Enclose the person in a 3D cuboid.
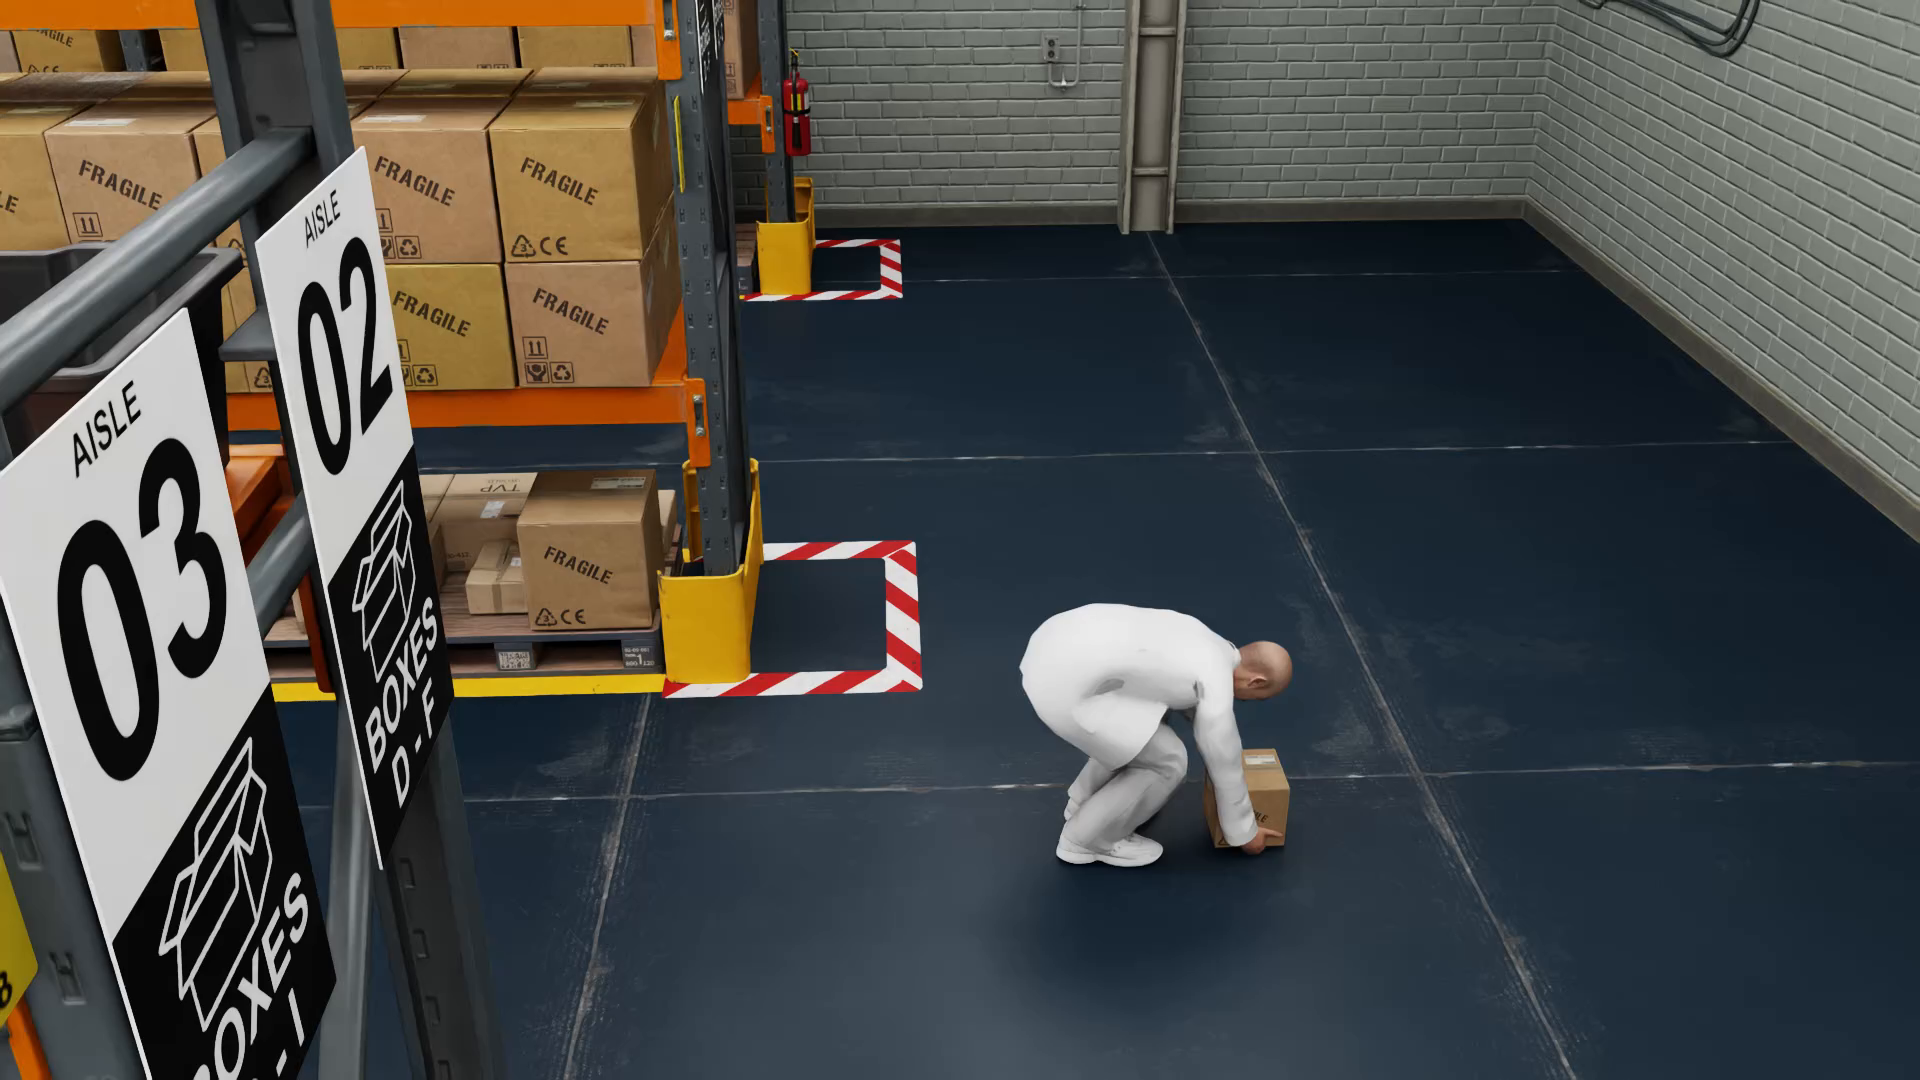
[{"bbox_3d":[0.679,0.655,5.803,0.948,0.934,0.587,-2,27,-5],"label":"person"}]
